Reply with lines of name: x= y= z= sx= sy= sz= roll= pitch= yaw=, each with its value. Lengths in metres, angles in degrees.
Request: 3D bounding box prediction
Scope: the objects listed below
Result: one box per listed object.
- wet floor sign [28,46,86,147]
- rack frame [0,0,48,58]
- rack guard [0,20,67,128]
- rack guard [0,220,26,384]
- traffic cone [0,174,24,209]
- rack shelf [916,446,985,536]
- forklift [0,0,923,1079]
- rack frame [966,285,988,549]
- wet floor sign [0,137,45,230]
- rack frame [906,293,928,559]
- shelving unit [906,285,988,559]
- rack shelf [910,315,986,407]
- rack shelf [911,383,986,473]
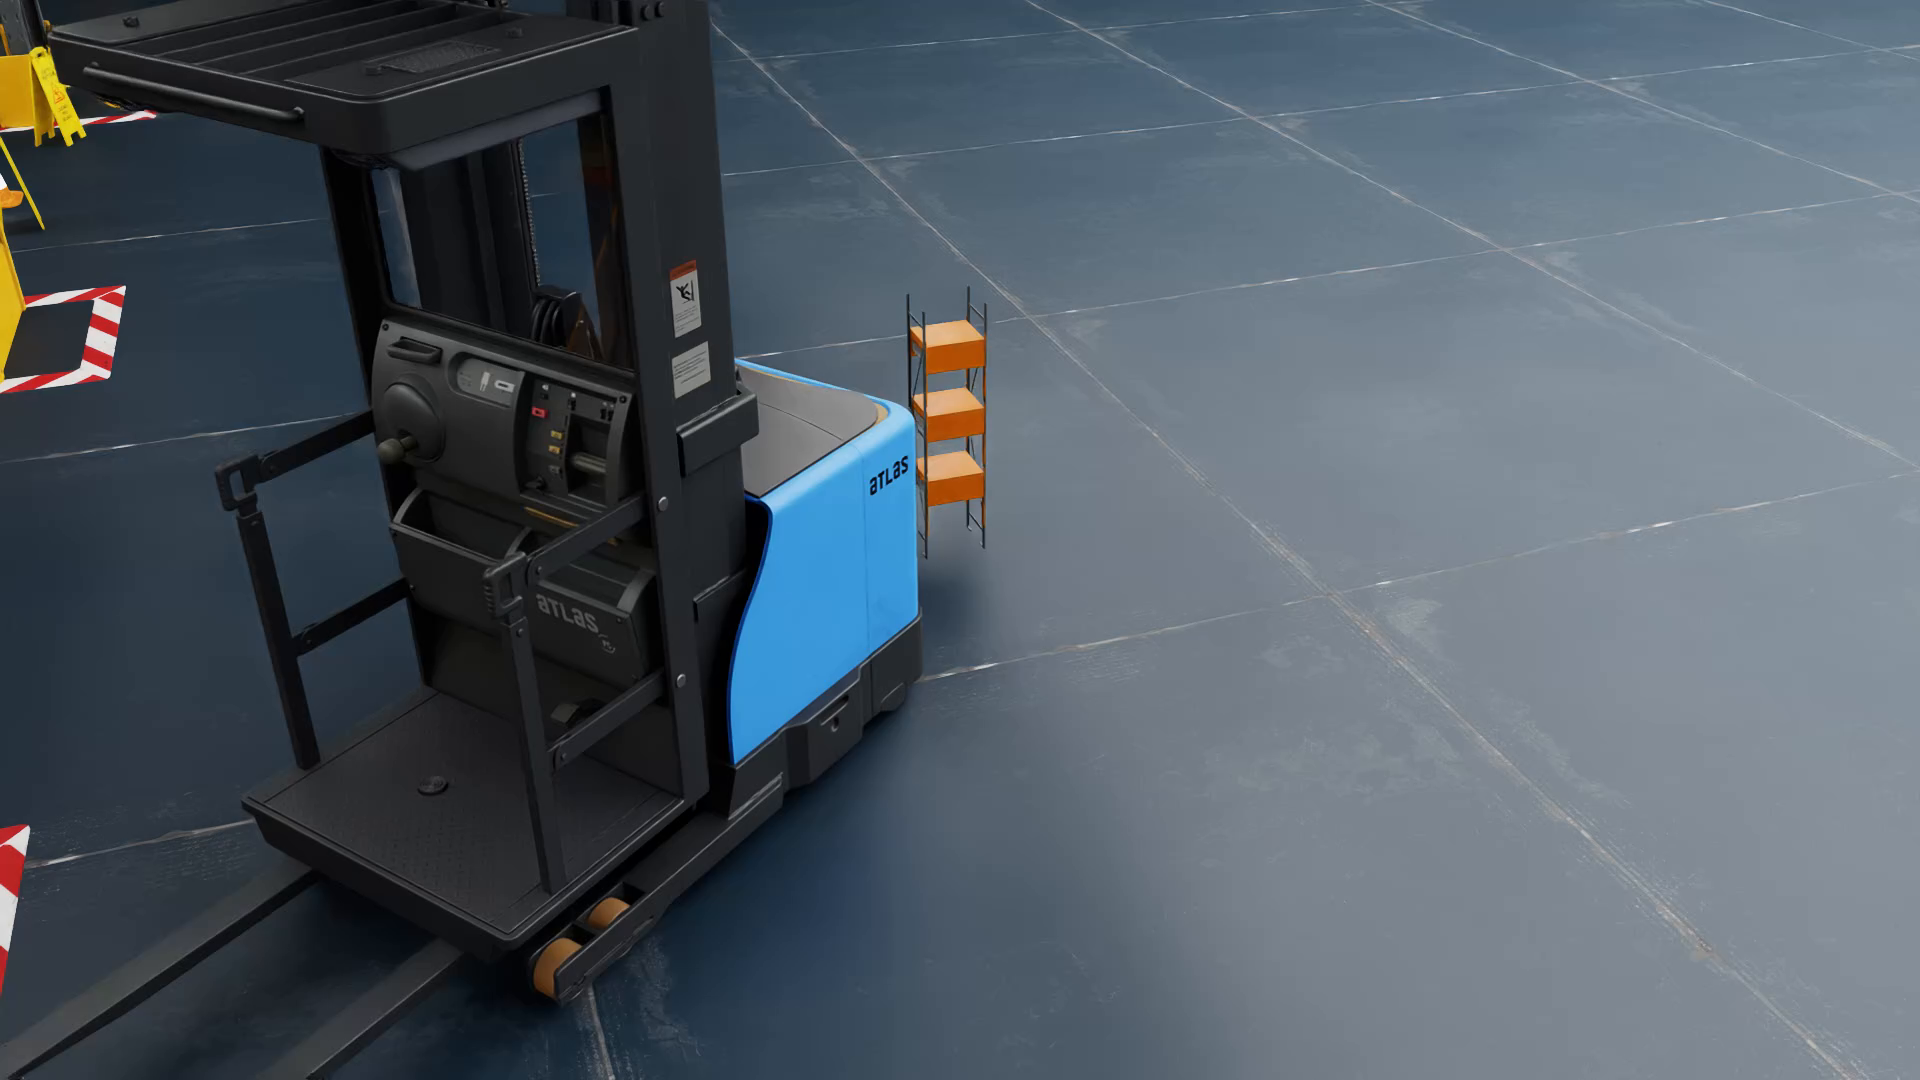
wet floor sign: x=-6.301 y=-3.076 z=11.497 sx=0.232 sy=0.644 sz=0.267 roll=0 pitch=30 yaw=0
rack frame: x=-6.852 y=-4.562 z=11.728 sx=0.127 sy=3.000 sz=1.000 roll=-10 pitch=31 yaw=-18
rack guard: x=-6.923 y=-3.463 z=12.324 sx=0.348 sy=0.500 sz=1.175 roll=-10 pitch=31 yaw=-18
rack guard: x=-5.008 y=-1.201 z=8.353 sx=0.348 sy=0.500 sz=1.175 roll=-10 pitch=31 yaw=-18
traffic cone: x=-6.099 y=-2.331 z=10.374 sx=0.334 sy=0.463 sz=0.336 roll=-10 pitch=31 yaw=-18
rack shelf: x=-0.050 y=-0.196 z=6.617 sx=0.240 sy=0.259 sz=0.215 roll=-10 pitch=31 yaw=-18
forklift: x=-1.347 y=-0.282 z=4.284 sx=1.130 sy=2.935 sz=3.031 roll=18 pitch=34 yaw=28
rack frame: x=0.064 y=-0.468 z=6.511 sx=0.008 sy=1.050 sz=0.200 roll=-10 pitch=31 yaw=-18
wet floor sign: x=-5.694 y=-2.184 z=9.931 sx=0.232 sy=0.644 sz=0.267 roll=-16 pitch=33 yaw=-26
rack frame: x=-0.165 y=-0.426 z=6.437 sx=0.008 sy=1.050 sz=0.200 roll=-10 pitch=31 yaw=-18
shelving unit: x=-0.050 y=-0.447 z=6.474 sx=0.252 sy=1.050 sz=0.215 roll=-10 pitch=31 yaw=-18
rack shelf: x=-0.050 y=-0.684 z=6.339 sx=0.240 sy=0.259 sz=0.215 roll=-10 pitch=31 yaw=-18
rack shelf: x=-0.050 y=-0.438 z=6.479 sx=0.240 sy=0.259 sz=0.215 roll=-10 pitch=31 yaw=-18
